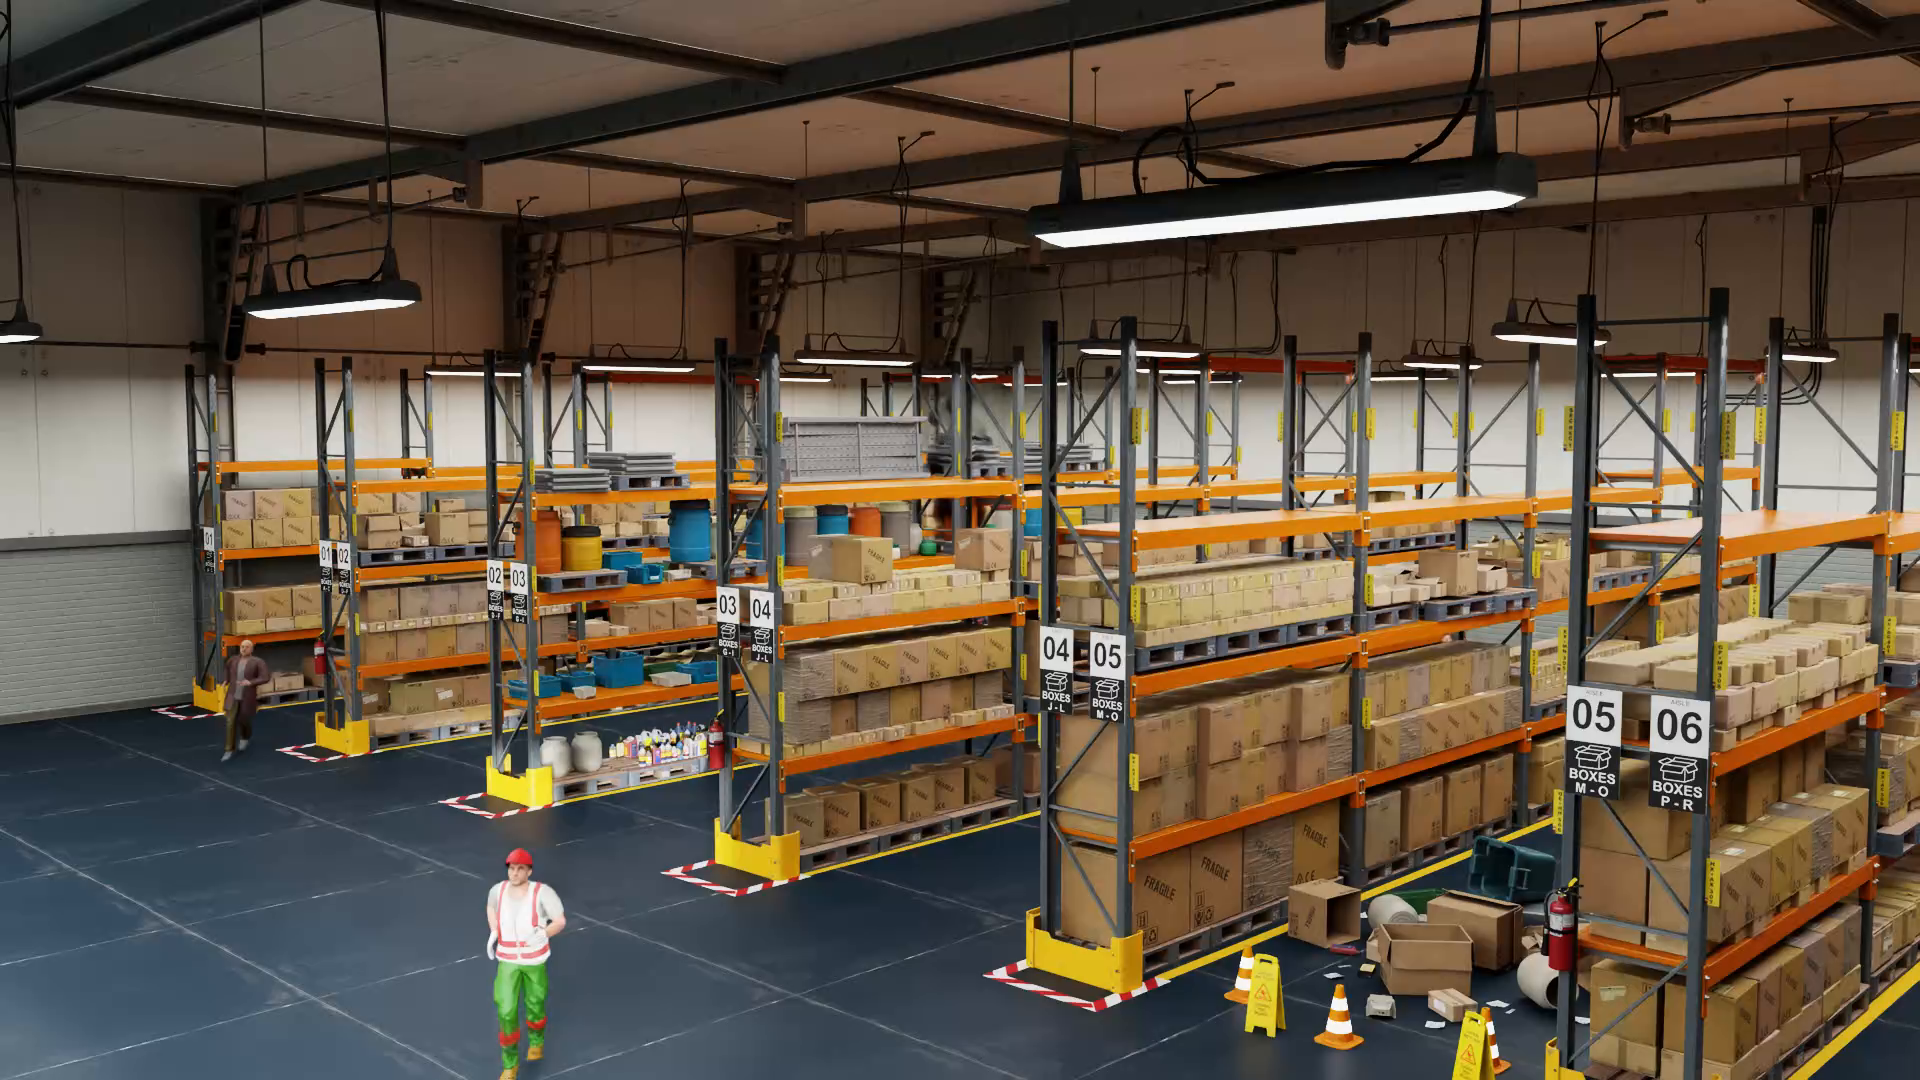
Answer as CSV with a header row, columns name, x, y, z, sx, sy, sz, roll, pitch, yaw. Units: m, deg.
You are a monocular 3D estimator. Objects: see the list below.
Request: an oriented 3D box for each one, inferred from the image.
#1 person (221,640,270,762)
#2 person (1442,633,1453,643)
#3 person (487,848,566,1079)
name,x,y,z,sx,sy,sz,roll,pitch,yaw
person,-10.755,2.382,25.060,0.739,1.776,0.978,0,4,-4
person,7.776,2.291,26.715,0.537,1.627,0.588,3,5,35
person,-3.371,3.287,12.893,0.637,1.835,0.796,0,4,-6
